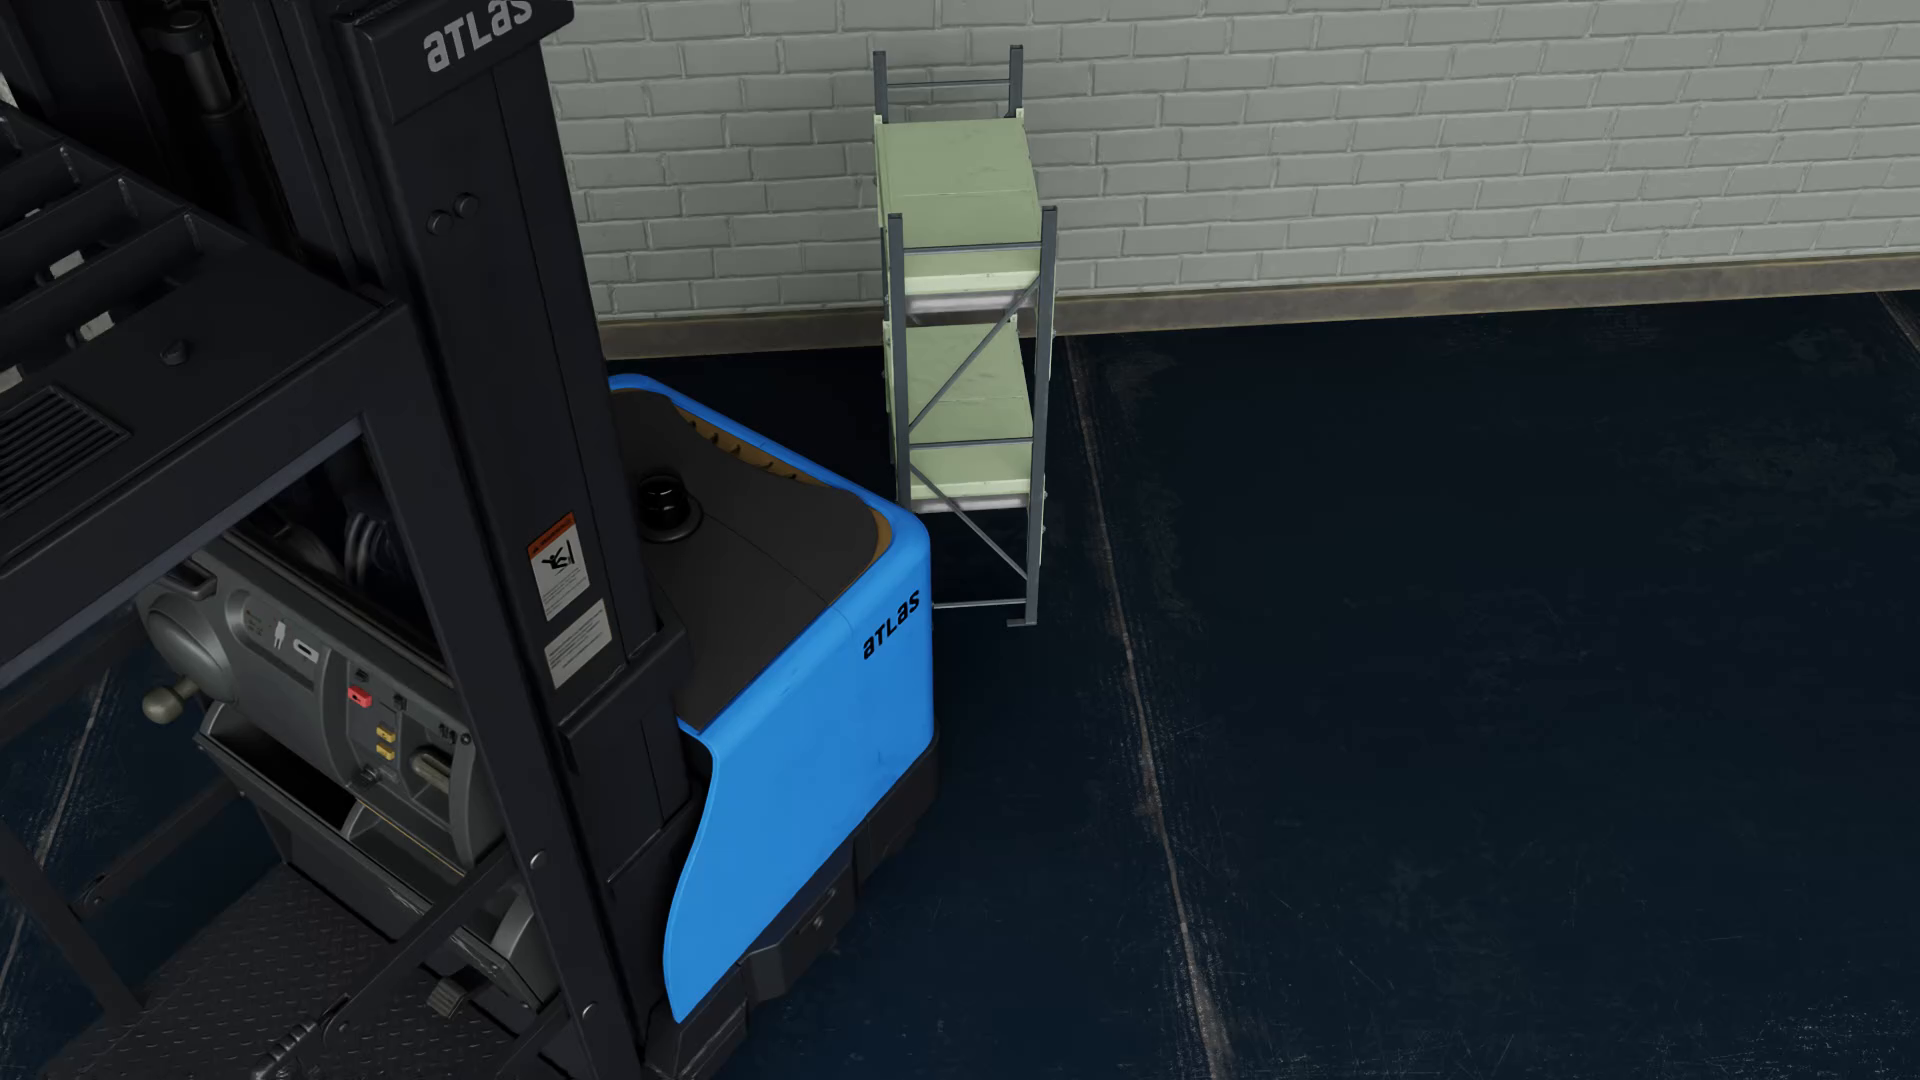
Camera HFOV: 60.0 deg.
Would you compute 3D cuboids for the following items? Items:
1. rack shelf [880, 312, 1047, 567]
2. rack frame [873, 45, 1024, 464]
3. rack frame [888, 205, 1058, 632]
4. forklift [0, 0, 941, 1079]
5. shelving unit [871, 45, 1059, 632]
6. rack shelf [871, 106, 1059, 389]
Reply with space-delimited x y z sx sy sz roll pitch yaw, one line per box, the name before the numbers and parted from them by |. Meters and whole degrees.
rack shelf | -0.001 -0.296 4.947 0.431 0.370 0.720 -3 47 -3
rack frame | -0.031 -0.785 4.961 0.400 1.500 0.023 -3 47 -3
rack frame | 0.030 -0.256 4.459 0.400 1.500 0.023 -3 47 -3
forklift | -1.317 0.359 2.891 1.130 2.935 3.031 27 52 24
shelving unit | -0.001 -0.521 4.710 0.431 1.500 0.755 -3 47 -3
rack shelf | -0.001 -0.789 4.427 0.431 0.370 0.720 -3 47 -3
